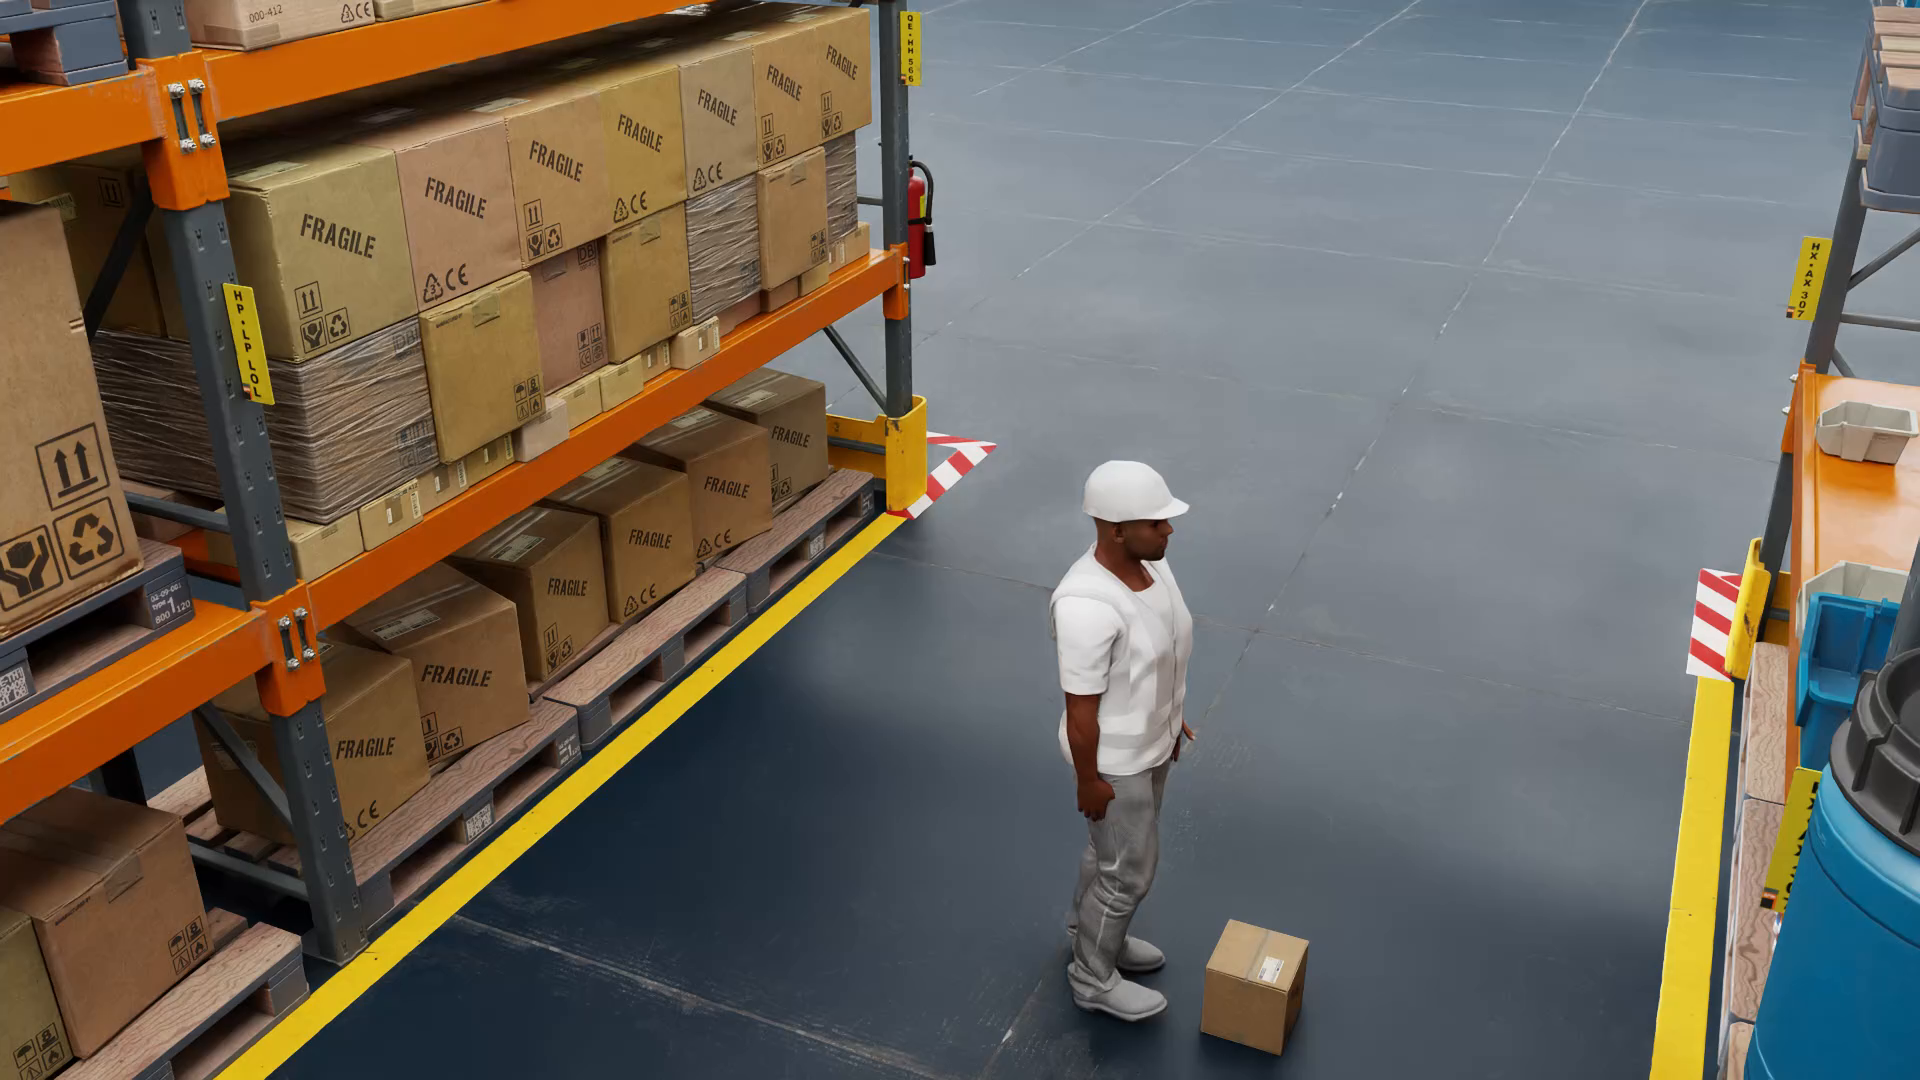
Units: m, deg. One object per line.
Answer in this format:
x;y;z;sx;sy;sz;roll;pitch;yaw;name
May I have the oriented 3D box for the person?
0.501;0.598;4.877;0.417;1.767;0.564;12;28;23;person
